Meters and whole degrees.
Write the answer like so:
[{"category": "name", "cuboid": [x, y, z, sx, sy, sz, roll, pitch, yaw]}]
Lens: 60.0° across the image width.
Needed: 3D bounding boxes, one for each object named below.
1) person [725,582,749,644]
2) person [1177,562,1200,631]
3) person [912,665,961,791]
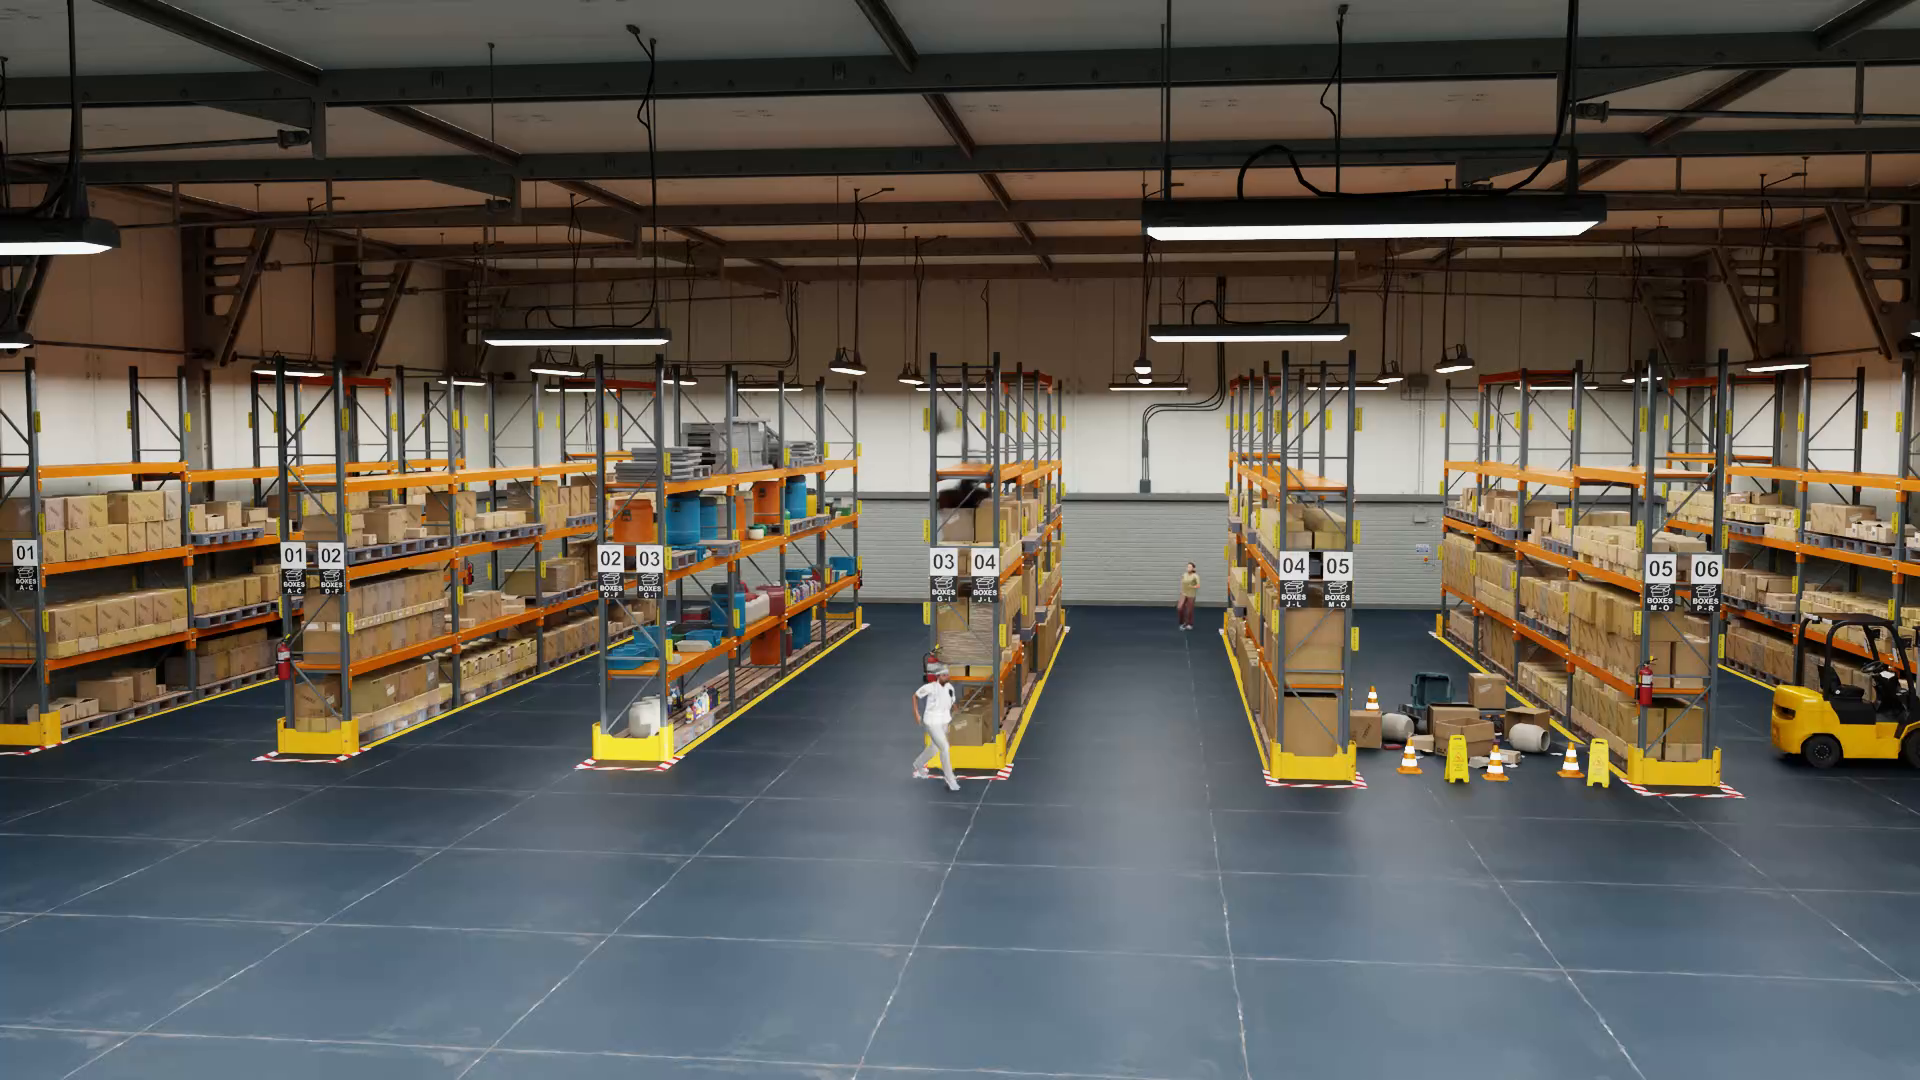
[{"category": "person", "cuboid": [-5.061, 1.540, 37.092, 0.647, 1.695, 0.629, 0, 4, 7]}, {"category": "person", "cuboid": [5.499, 1.370, 39.934, 0.574, 1.661, 0.690, 2, 5, 31]}, {"category": "person", "cuboid": [-0.334, 2.550, 22.886, 0.601, 1.728, 0.937, -4, 5, -42]}]
